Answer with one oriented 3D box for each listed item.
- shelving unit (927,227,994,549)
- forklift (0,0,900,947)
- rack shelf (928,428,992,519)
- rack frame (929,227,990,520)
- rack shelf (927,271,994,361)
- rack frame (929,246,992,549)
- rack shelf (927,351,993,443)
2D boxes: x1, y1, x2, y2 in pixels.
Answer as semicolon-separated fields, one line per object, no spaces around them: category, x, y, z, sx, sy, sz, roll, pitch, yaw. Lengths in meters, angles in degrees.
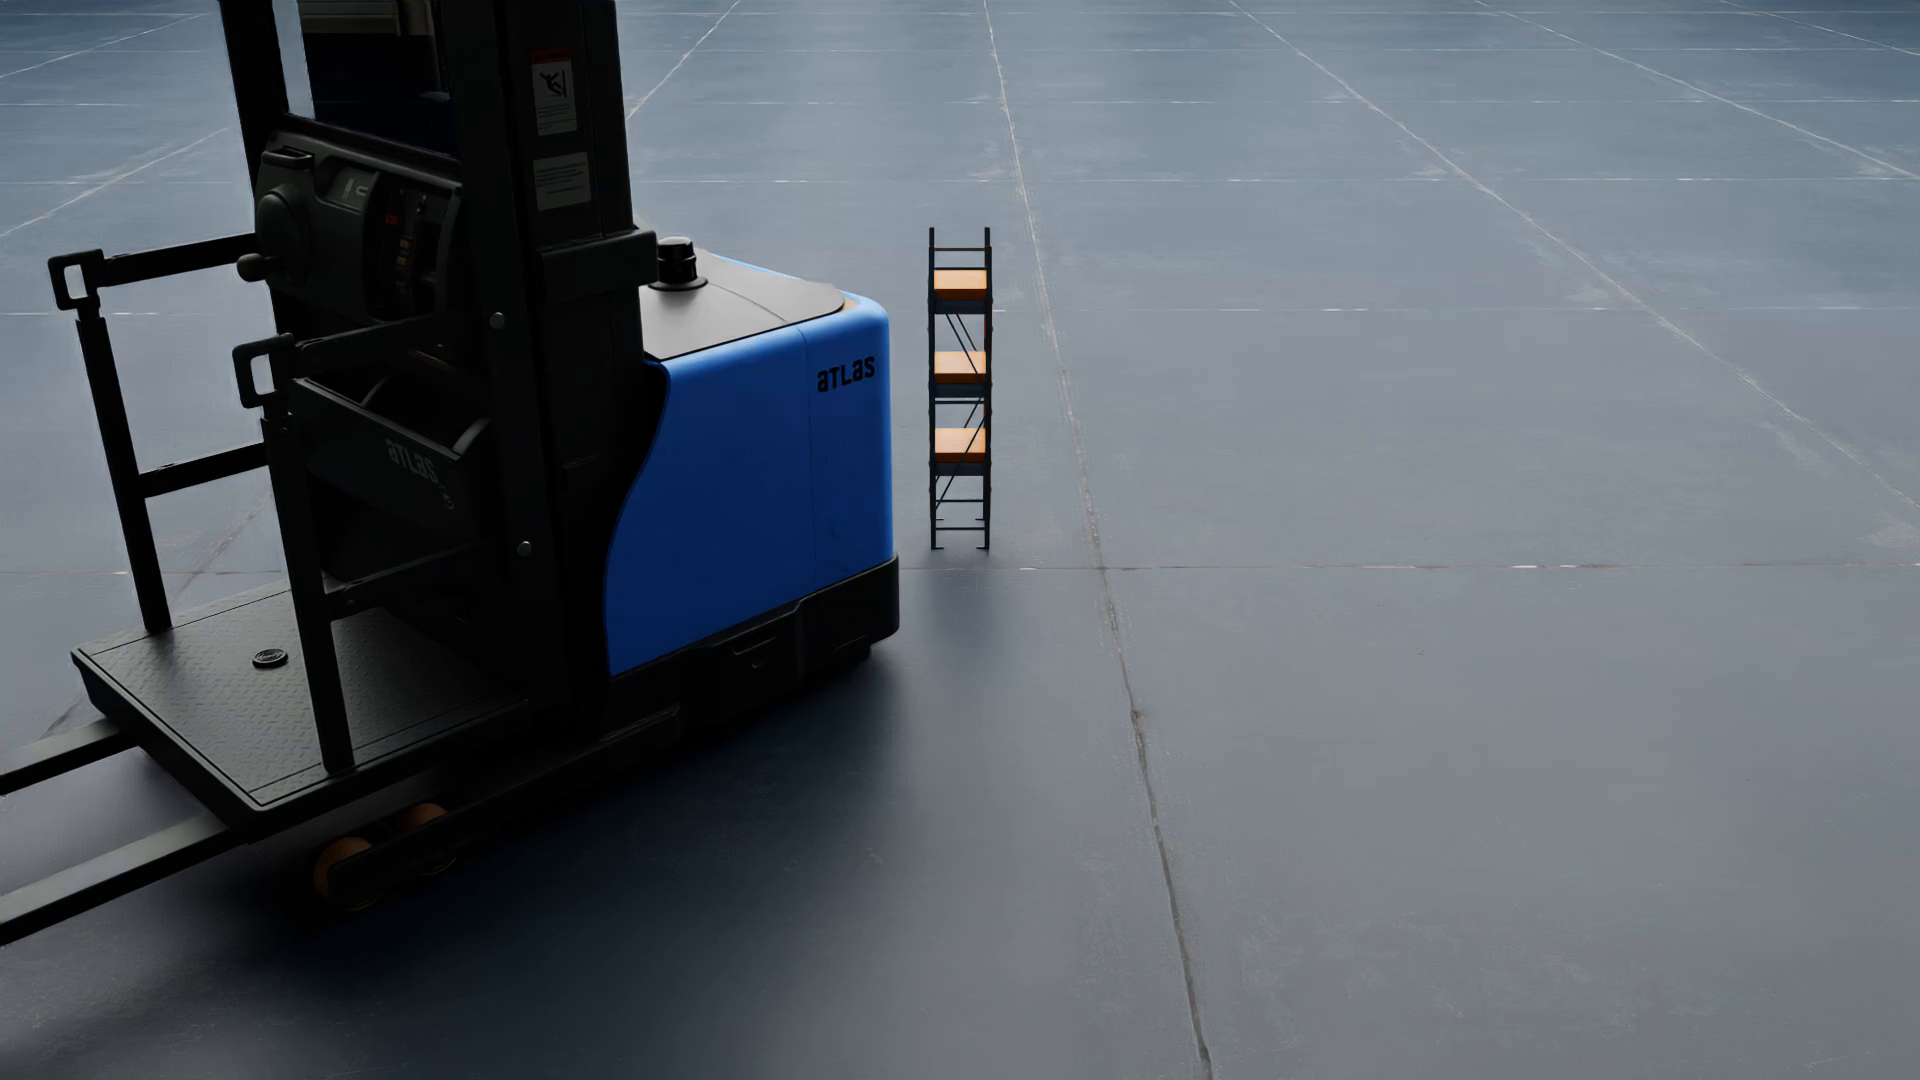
shelving unit;-0.001;-0.500;5.582;0.215;1.050;0.252;0;24;-1
forklift;-1.568;-0.716;3.776;1.130;2.935;3.031;22;32;39
rack shelf;-0.001;-0.238;5.701;0.215;0.259;0.240;0;24;-1
rack frame;-0.002;-0.551;5.694;0.200;1.050;0.008;0;24;-1
rack shelf;-0.001;-0.749;5.470;0.215;0.259;0.240;0;24;-1
rack frame;0.001;-0.450;5.471;0.200;1.050;0.008;0;24;-1
rack shelf;-0.001;-0.491;5.587;0.215;0.259;0.240;0;24;-1
